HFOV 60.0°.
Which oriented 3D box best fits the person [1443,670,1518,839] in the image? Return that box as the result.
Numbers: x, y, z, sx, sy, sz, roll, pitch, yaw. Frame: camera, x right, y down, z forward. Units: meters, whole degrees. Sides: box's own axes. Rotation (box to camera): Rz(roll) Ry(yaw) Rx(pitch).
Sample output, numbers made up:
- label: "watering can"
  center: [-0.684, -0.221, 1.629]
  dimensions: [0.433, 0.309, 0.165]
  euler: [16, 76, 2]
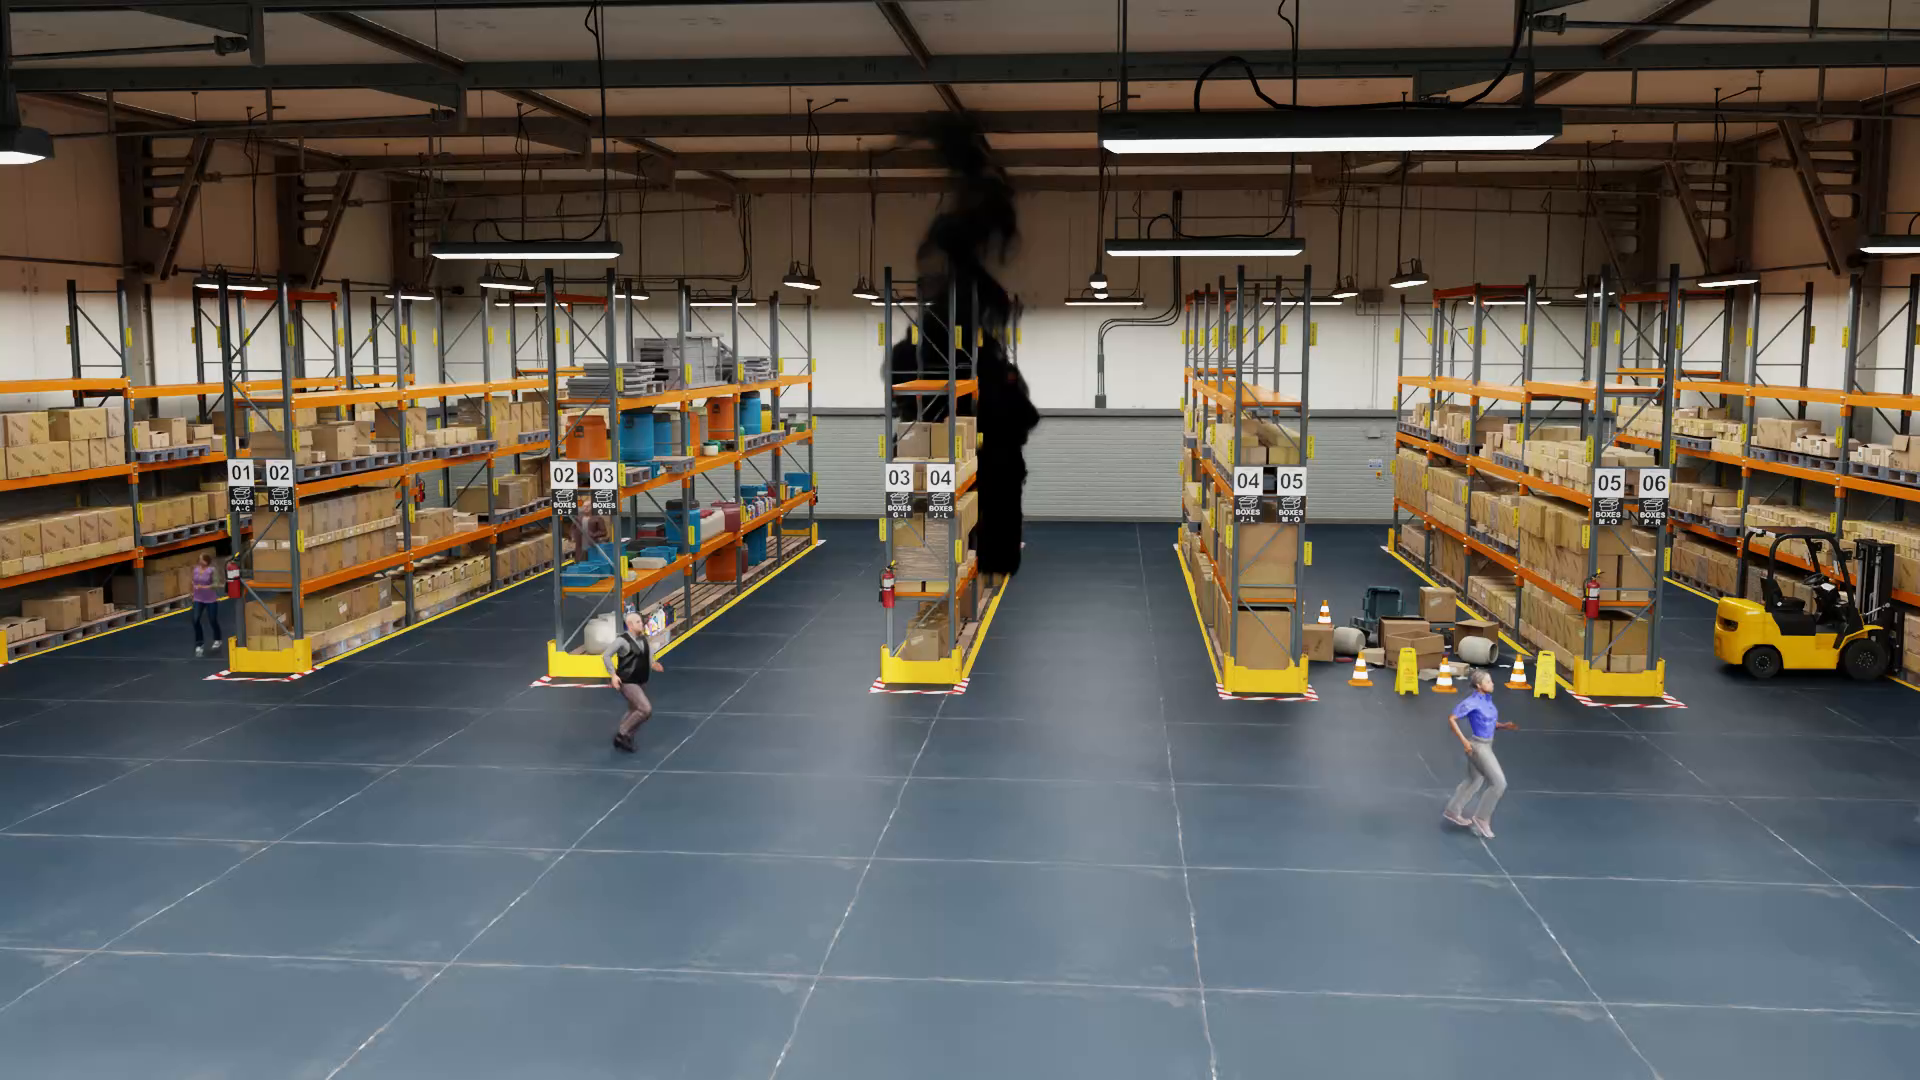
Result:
- label: "person"
  center: [5.256, 2.159, 16.799]
  dimensions: [0.724, 1.700, 0.541]
  euler: [4, 8, 30]

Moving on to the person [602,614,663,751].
- label: "person"
  center: [-3.917, 1.724, 20.059]
  dimensions: [0.733, 1.675, 0.630]
  euler: [3, 8, 23]

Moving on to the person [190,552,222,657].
- label: "person"
  center: [-11.976, 1.010, 26.389]
  dimensions: [0.503, 1.644, 0.710]
  euler: [0, 7, -4]

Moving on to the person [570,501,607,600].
- label: "person"
  center: [-6.756, 0.224, 30.160]
  dimensions: [0.719, 1.708, 0.909]
  euler: [0, 7, 1]
